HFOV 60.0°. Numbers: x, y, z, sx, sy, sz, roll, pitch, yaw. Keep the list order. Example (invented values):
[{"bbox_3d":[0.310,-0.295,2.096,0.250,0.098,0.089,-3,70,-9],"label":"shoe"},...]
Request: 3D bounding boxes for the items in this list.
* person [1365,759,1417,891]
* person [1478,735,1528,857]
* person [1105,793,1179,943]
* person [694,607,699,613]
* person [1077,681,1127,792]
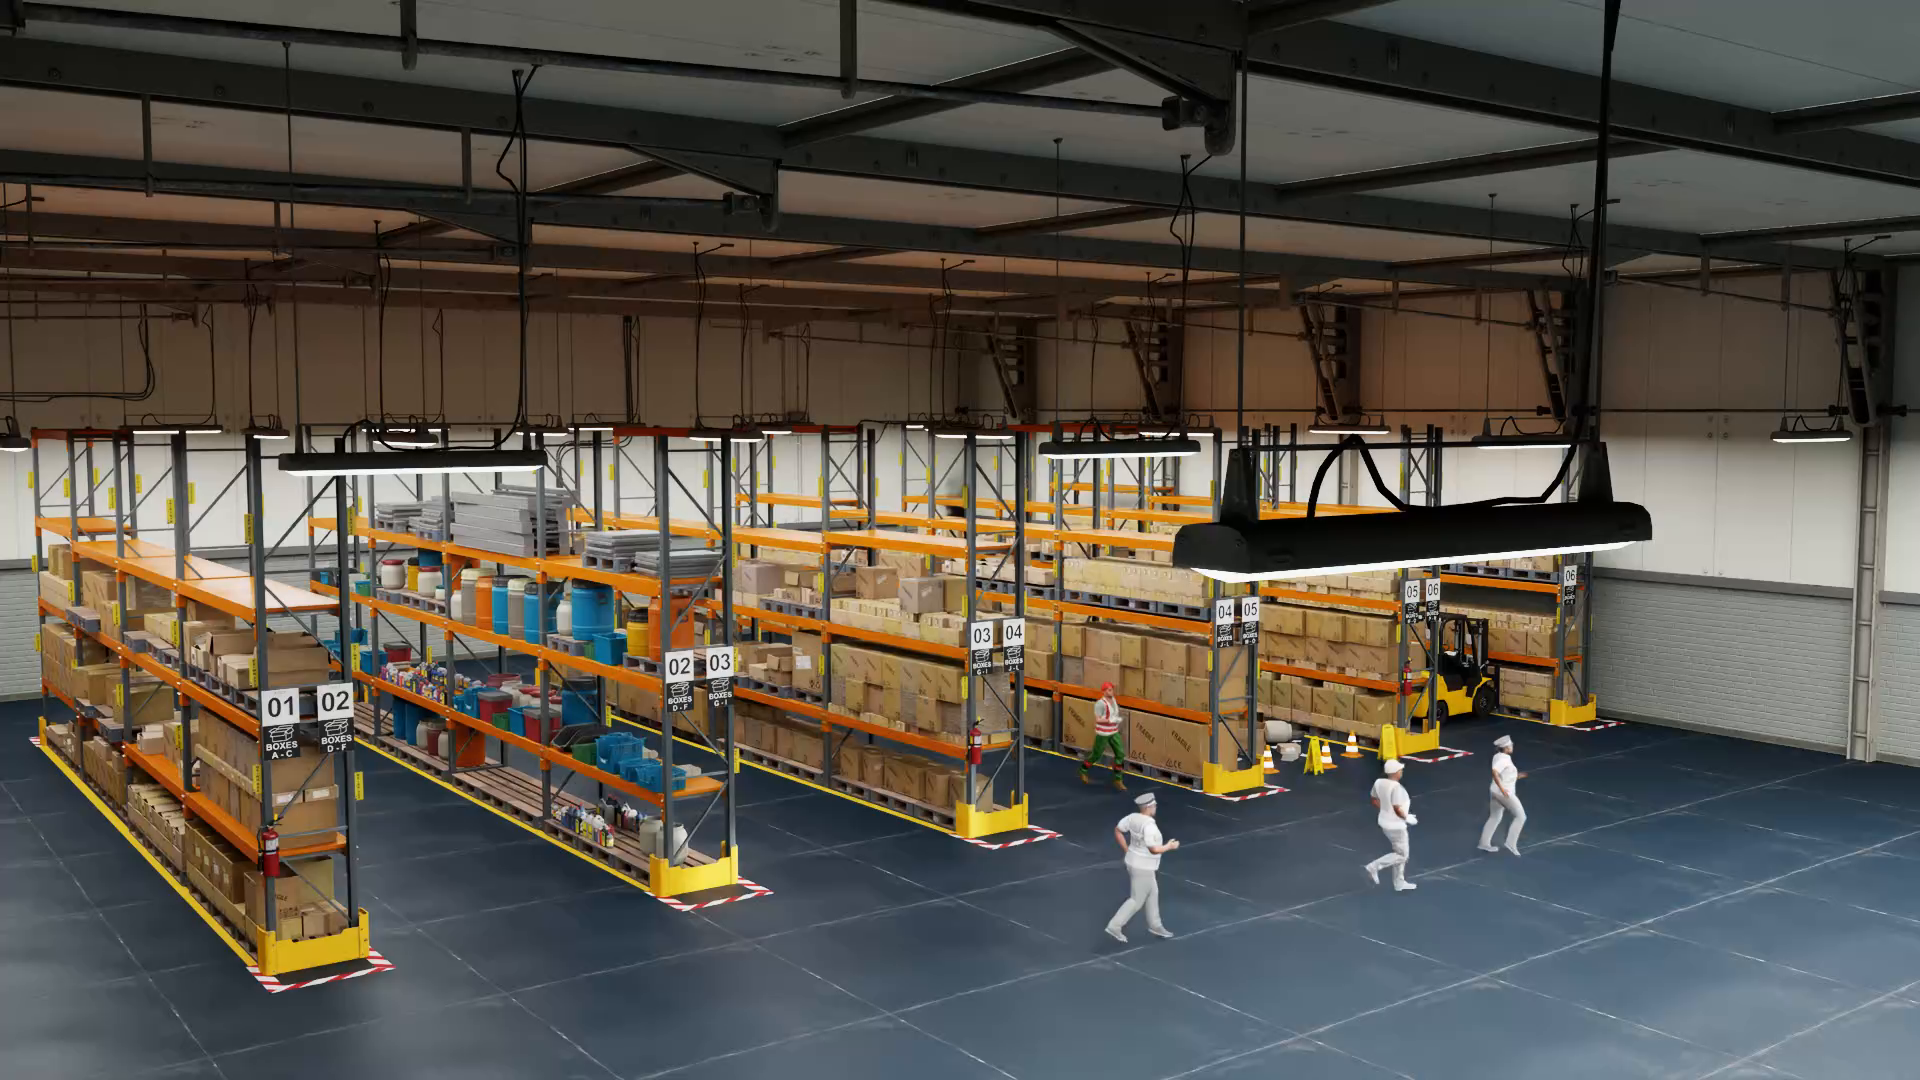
[{"bbox_3d":[5.645,3.744,21.817,0.760,1.750,0.674,-1,5,-13],"label":"person"},{"bbox_3d":[7.722,3.637,23.608,0.681,1.738,0.555,0,4,-6],"label":"person"},{"bbox_3d":[2.136,3.892,19.695,0.937,1.798,0.621,-1,5,-15],"label":"person"},{"bbox_3d":[-6.357,2.406,39.364,0.689,1.626,0.941,0,4,-1],"label":"person"},{"bbox_3d":[2.411,3.255,27.784,0.673,1.827,0.930,-4,6,-43],"label":"person"}]
